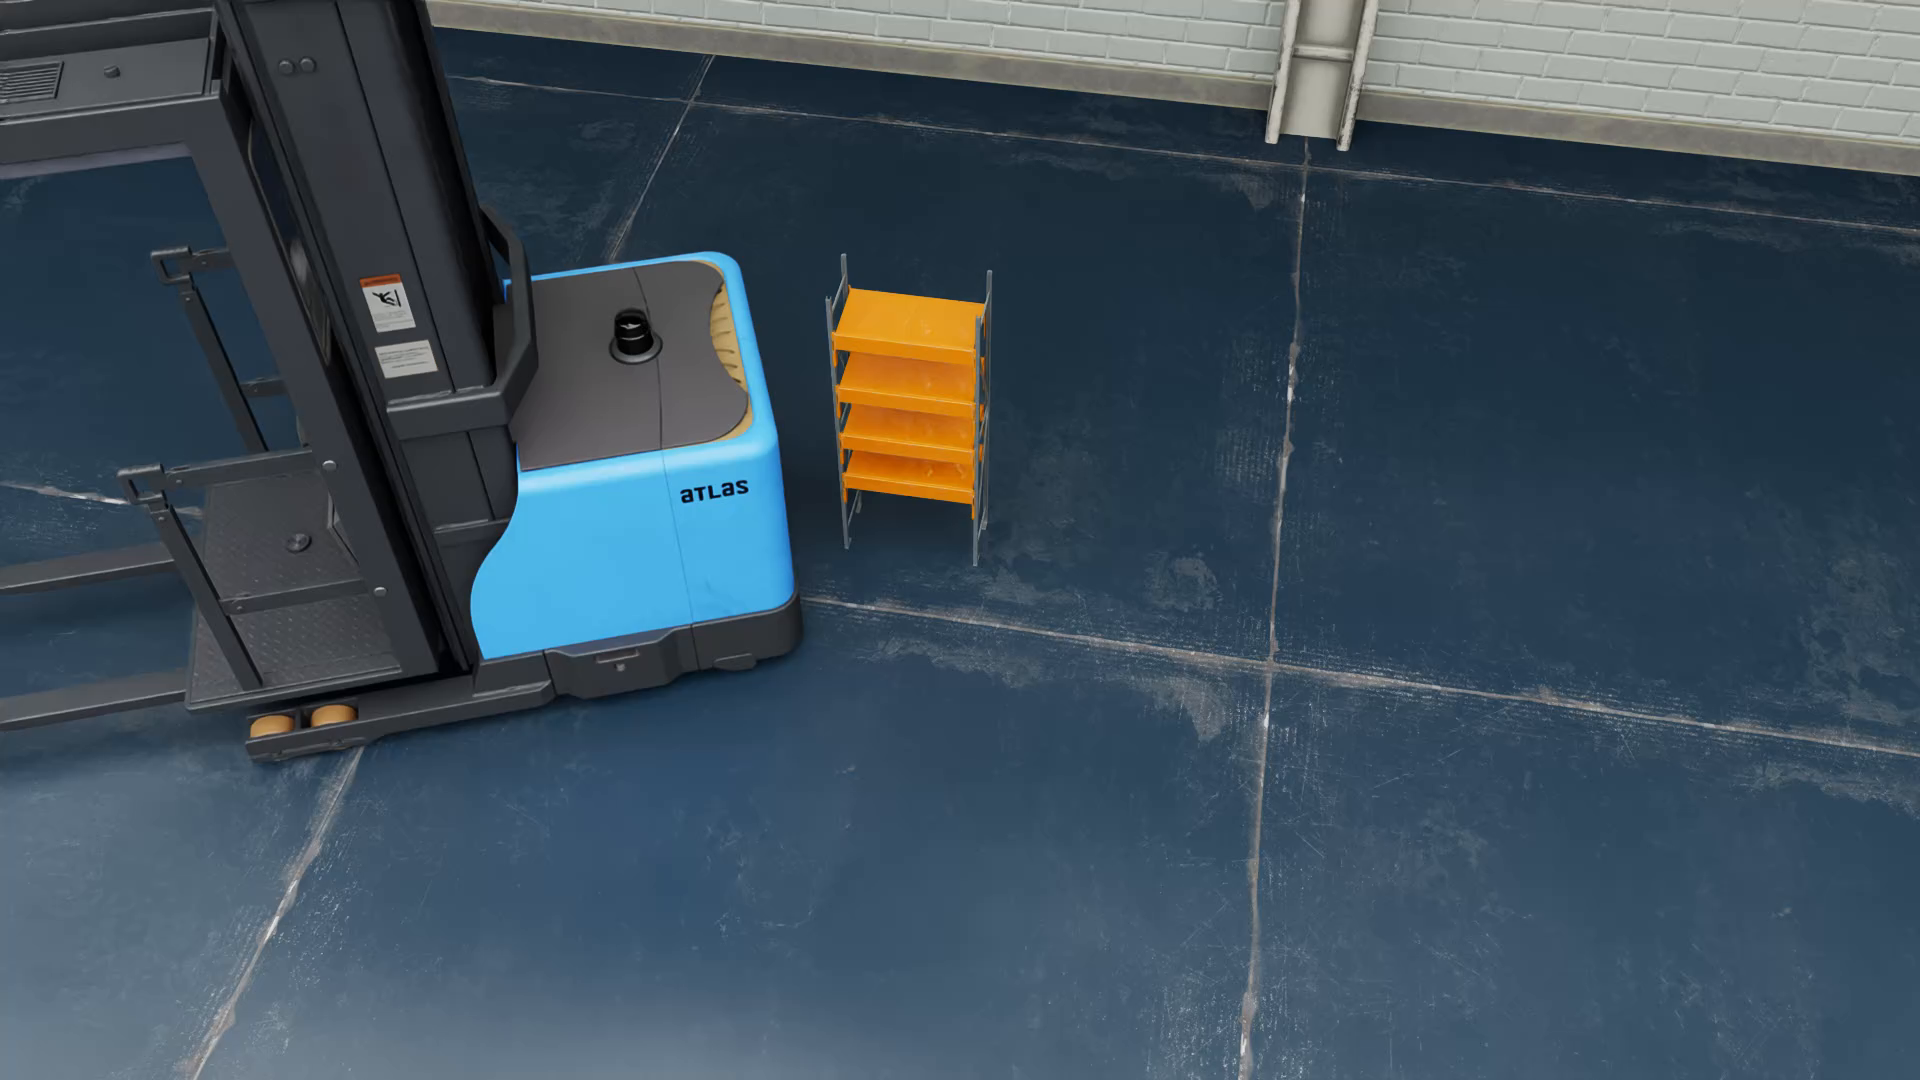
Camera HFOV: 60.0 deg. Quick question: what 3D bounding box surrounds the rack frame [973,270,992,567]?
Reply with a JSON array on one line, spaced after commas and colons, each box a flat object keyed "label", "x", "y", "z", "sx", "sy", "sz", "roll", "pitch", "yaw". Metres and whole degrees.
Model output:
[{"label": "rack frame", "x": 0.077, "y": -0.391, "z": 5.794, "sx": 0.015, "sy": 1.200, "sz": 0.240, "roll": 8, "pitch": 49, "yaw": 7}]

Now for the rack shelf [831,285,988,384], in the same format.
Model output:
[{"label": "rack shelf", "x": -0.163, "y": -0.686, "z": 5.531, "sx": 0.480, "sy": 0.148, "sz": 0.258, "roll": 8, "pitch": 49, "yaw": 7}]

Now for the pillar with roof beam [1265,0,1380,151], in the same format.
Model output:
[{"label": "pillar with roof beam", "x": 0.917, "y": -1.846, "z": 1.859, "sx": 0.400, "sy": 9.000, "sz": 9.100, "roll": 8, "pitch": 49, "yaw": 7}]

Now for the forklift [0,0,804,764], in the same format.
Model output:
[{"label": "forklift", "x": -2.124, "y": -0.673, "z": 4.884, "sx": 3.031, "sy": 2.935, "sz": 1.130, "roll": -10, "pitch": 49, "yaw": -9}]

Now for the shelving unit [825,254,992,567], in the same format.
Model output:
[{"label": "shelving unit", "x": -0.163, "y": -0.423, "z": 5.823, "sx": 0.503, "sy": 1.200, "sz": 0.258, "roll": 8, "pitch": 49, "yaw": 7}]

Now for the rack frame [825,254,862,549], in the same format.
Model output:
[{"label": "rack frame", "x": -0.403, "y": -0.455, "z": 5.852, "sx": 0.015, "sy": 1.200, "sz": 0.240, "roll": 8, "pitch": 49, "yaw": 7}]

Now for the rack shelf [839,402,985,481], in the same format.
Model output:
[{"label": "rack shelf", "x": -0.163, "y": -0.378, "z": 5.873, "sx": 0.480, "sy": 0.148, "sz": 0.258, "roll": 8, "pitch": 49, "yaw": 7}]

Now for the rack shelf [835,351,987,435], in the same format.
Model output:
[{"label": "rack shelf", "x": -0.163, "y": -0.527, "z": 5.707, "sx": 0.480, "sy": 0.148, "sz": 0.258, "roll": 8, "pitch": 49, "yaw": 7}]

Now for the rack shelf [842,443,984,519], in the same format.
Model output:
[{"label": "rack shelf", "x": -0.163, "y": -0.245, "z": 6.021, "sx": 0.480, "sy": 0.148, "sz": 0.258, "roll": 8, "pitch": 49, "yaw": 7}]
